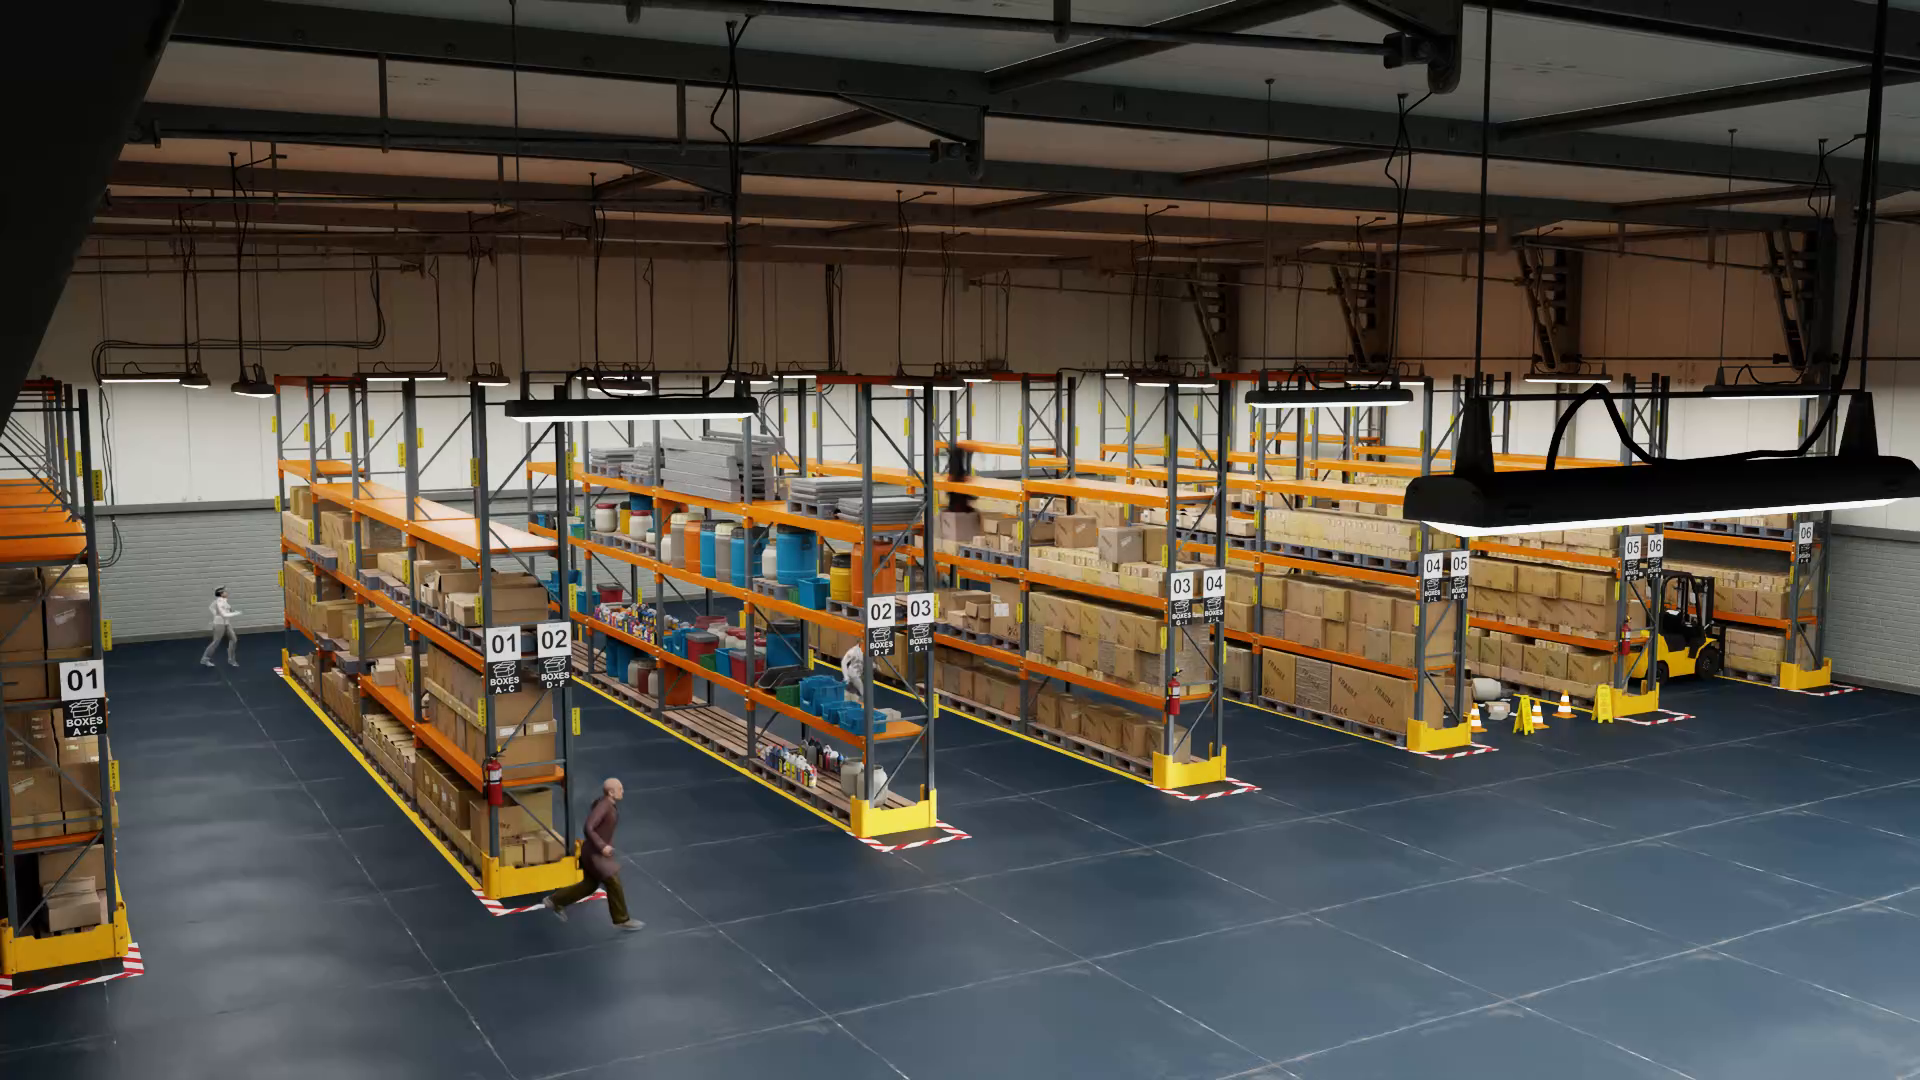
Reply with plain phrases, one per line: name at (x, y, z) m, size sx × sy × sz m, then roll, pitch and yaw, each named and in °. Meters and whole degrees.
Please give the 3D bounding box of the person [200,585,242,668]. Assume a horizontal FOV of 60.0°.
person at (-15.079, 1.782, 33.935) m, size 0.831 × 1.746 × 0.584 m, roll -2°, pitch 6°, yaw -15°

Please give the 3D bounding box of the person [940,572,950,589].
person at (-0.419, 0.650, 44.031) m, size 0.635 × 1.764 × 0.773 m, roll 3°, pitch 7°, yaw 28°

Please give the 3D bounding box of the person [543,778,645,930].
person at (-4.047, 3.473, 18.248) m, size 1.106 × 1.735 × 0.733 m, roll 0°, pitch 6°, yaw -3°

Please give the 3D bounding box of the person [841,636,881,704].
person at (-1.752, 2.400, 29.017) m, size 0.792 × 1.637 × 0.618 m, roll 2°, pitch 7°, yaw 18°
